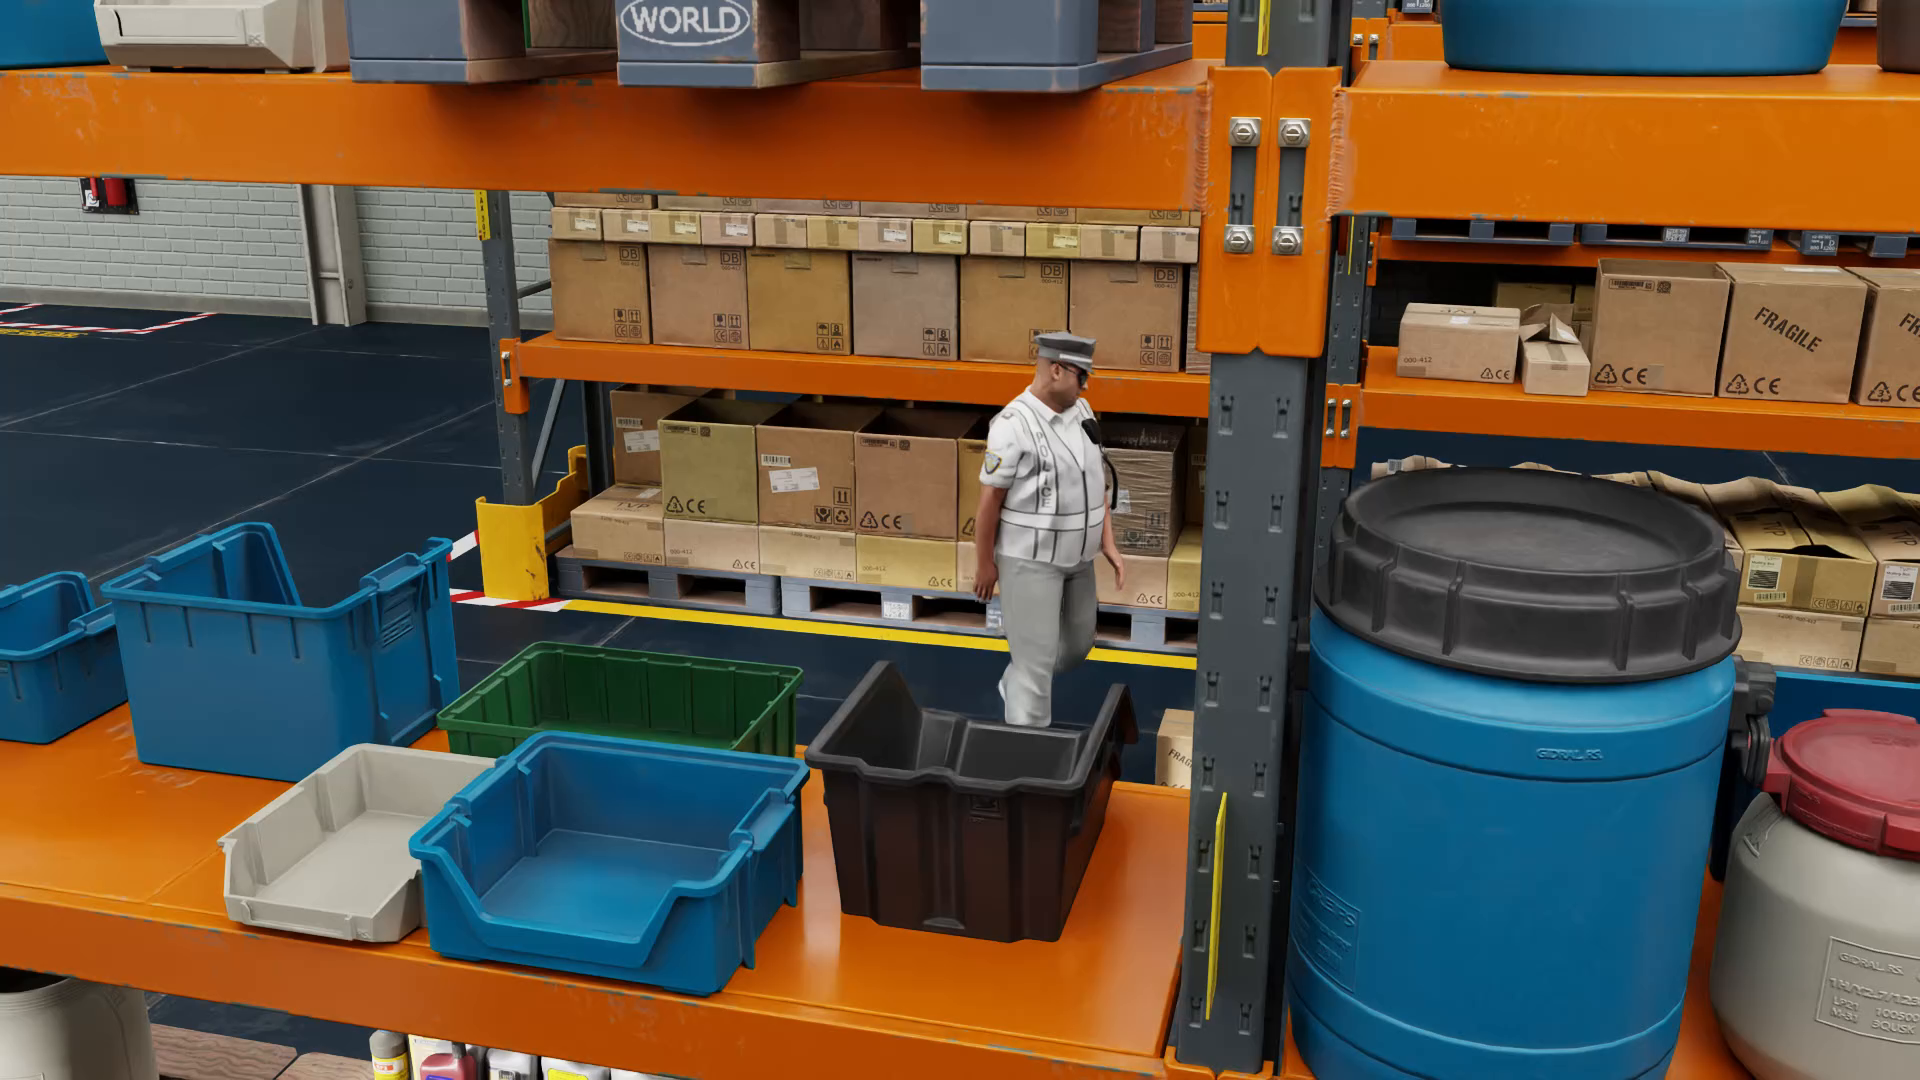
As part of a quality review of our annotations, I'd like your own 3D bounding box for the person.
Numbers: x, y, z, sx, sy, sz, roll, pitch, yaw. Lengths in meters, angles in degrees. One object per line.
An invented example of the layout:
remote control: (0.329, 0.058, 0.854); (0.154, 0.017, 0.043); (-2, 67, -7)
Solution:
person: (0.320, 0.056, 6.375); (0.783, 1.709, 0.580); (17, 25, 42)
